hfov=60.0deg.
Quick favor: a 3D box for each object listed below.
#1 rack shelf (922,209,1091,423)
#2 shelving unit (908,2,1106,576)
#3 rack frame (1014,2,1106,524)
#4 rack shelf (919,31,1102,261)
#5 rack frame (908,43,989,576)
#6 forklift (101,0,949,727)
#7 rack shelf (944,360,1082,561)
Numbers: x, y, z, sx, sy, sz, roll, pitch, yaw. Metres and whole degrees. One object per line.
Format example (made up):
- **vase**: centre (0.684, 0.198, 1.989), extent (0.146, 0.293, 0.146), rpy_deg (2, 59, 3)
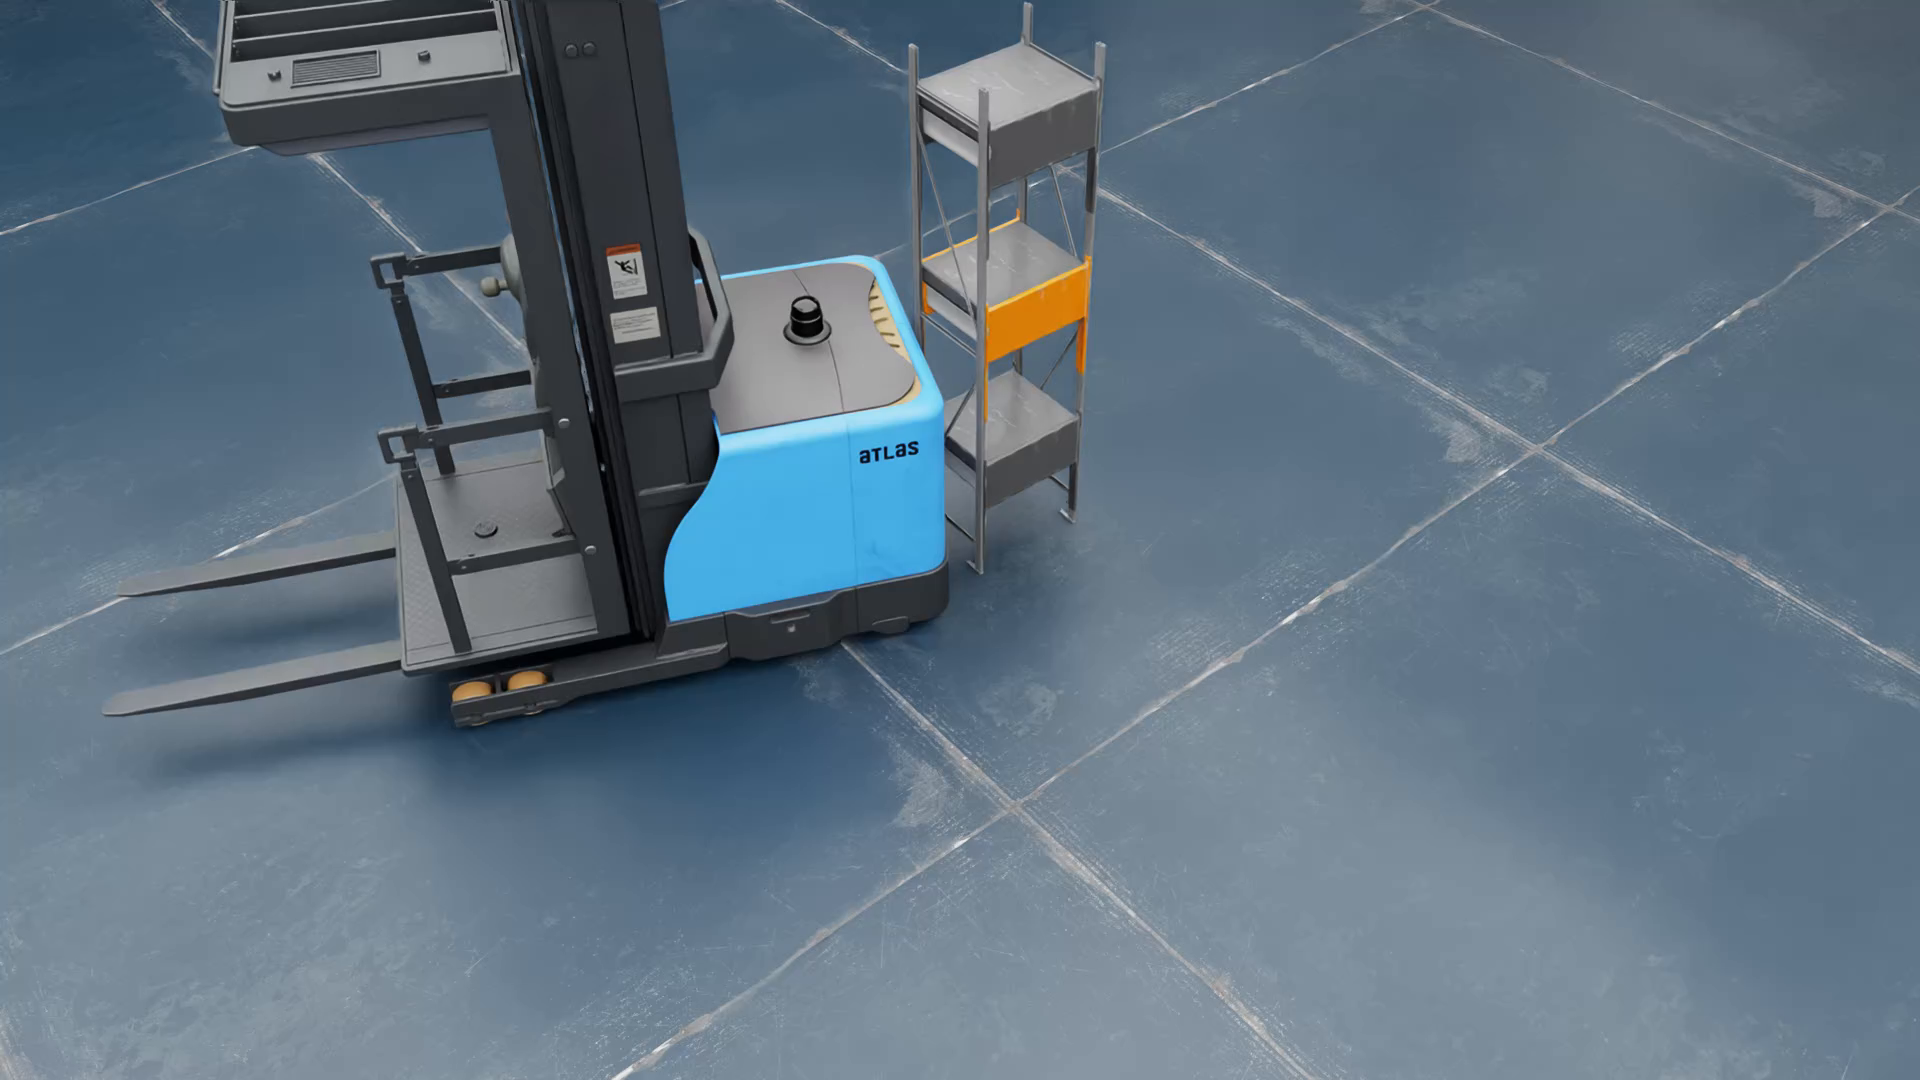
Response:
- **rack shelf**: centre (0.154, -0.829, 6.118), extent (0.480, 0.518, 0.431), rpy_deg (-28, 50, -27)
- **shelving unit**: centre (0.154, -0.839, 6.108), extent (0.503, 2.100, 0.431), rpy_deg (-28, 50, -27)
- **rack frame**: centre (0.346, -0.942, 6.219), extent (0.015, 2.100, 0.400), rpy_deg (-28, 50, -27)
- **rack shelf**: centre (0.153, -1.340, 5.639), extent (0.480, 0.518, 0.431), rpy_deg (-28, 50, -27)
- **rack frame**: centre (-0.038, -0.735, 5.998), extent (0.015, 2.100, 0.400), rpy_deg (-28, 50, -27)
- **forklift**: centre (-1.617, -0.799, 5.460), extent (3.031, 2.935, 1.130), rpy_deg (-11, 44, -11)
- **rack shelf**: centre (0.155, -0.318, 6.596), extent (0.480, 0.518, 0.431), rpy_deg (-28, 50, -27)
